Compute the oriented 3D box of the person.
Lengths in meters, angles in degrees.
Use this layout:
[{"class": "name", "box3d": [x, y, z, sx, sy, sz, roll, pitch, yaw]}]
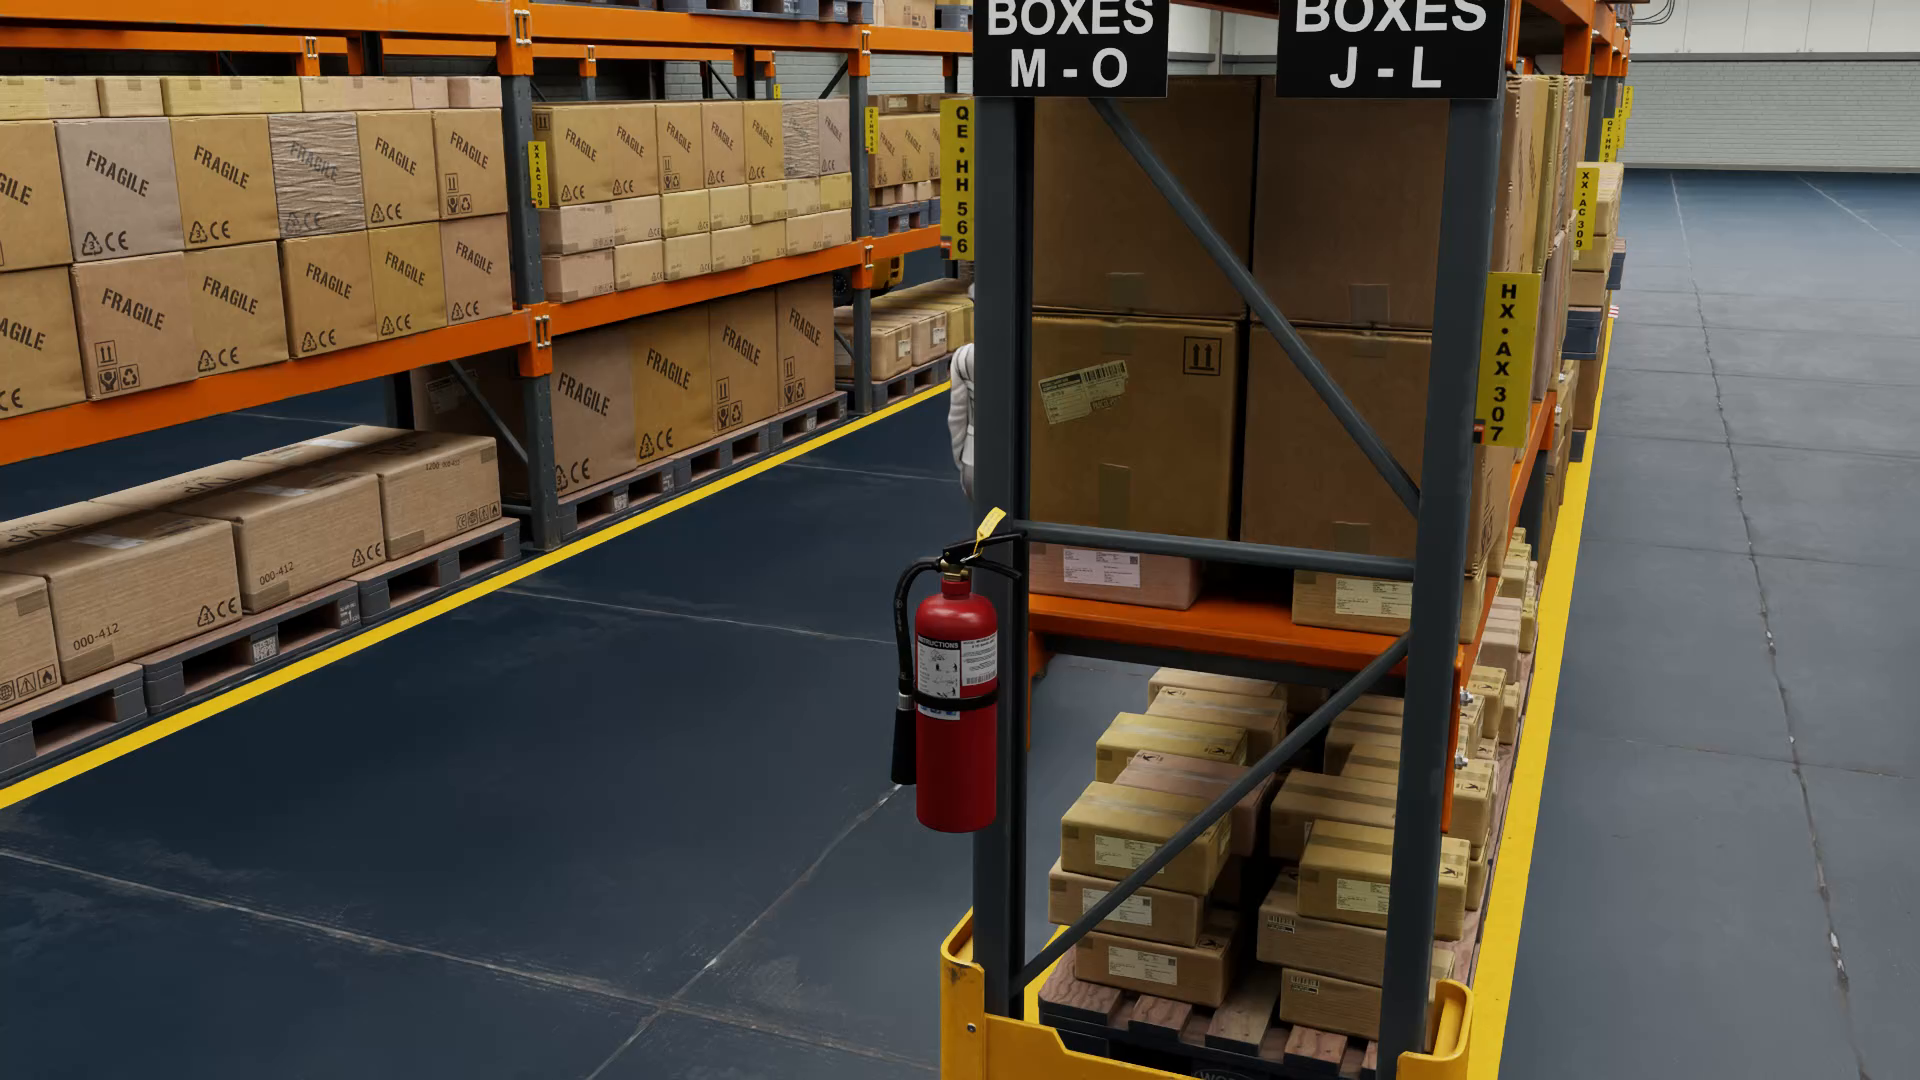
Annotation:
[{"class": "person", "box3d": [0.192, -0.253, 6.964, 0.490, 1.729, 0.486, 6, 17, 22]}]
